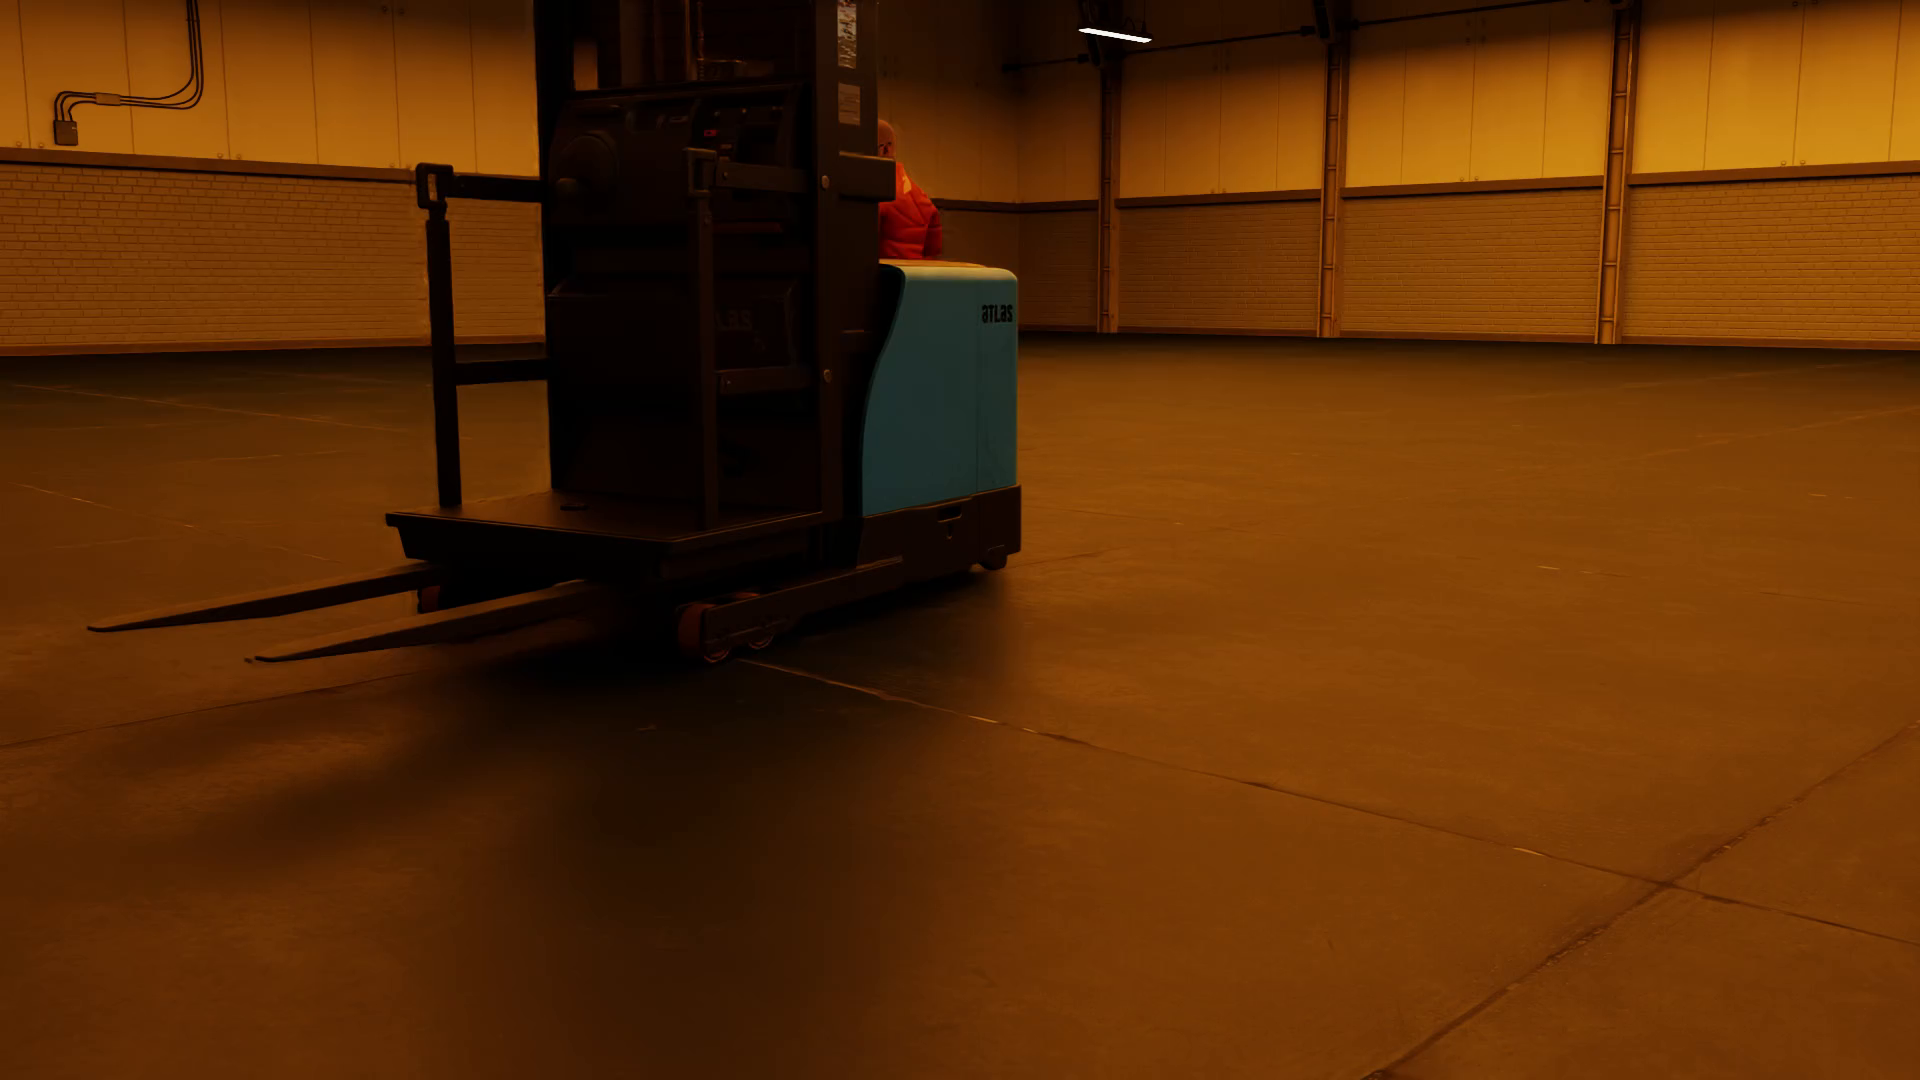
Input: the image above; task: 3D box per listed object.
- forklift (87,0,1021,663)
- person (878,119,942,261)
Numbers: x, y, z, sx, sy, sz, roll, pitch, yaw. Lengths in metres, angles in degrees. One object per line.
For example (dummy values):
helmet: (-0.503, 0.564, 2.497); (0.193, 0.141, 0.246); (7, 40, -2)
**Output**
forklift: (-0.970, -1.193, 4.799); (1.130, 2.935, 3.031); (5, 10, 31)
person: (-0.392, -0.863, 6.835); (0.932, 1.678, 0.716); (3, 9, 19)
